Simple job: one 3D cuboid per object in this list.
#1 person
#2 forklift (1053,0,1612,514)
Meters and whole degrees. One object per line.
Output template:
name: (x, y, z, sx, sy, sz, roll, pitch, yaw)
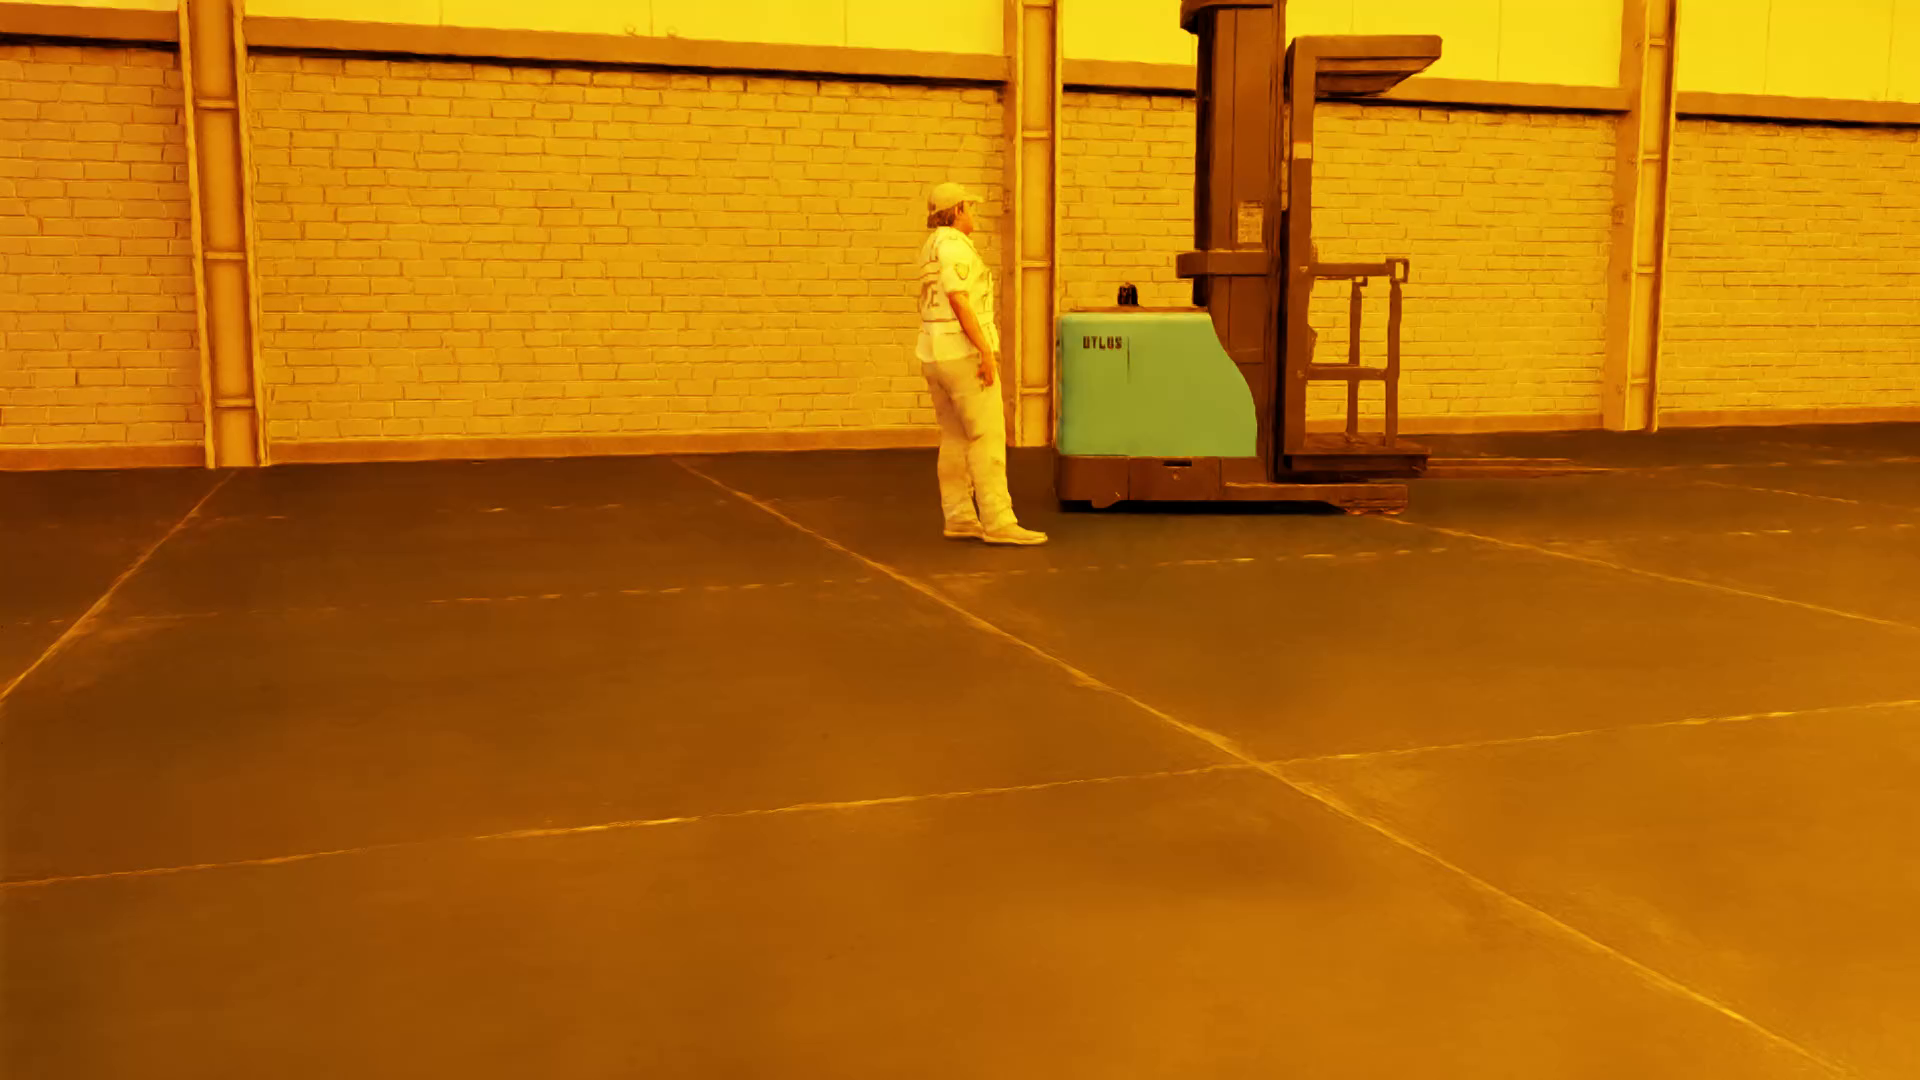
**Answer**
person: (0.080, -0.834, 7.813, 0.529, 1.669, 0.598, -3, 8, -18)
forklift: (2.056, -1.662, 9.272, 3.031, 2.935, 1.130, 0, 8, 1)
